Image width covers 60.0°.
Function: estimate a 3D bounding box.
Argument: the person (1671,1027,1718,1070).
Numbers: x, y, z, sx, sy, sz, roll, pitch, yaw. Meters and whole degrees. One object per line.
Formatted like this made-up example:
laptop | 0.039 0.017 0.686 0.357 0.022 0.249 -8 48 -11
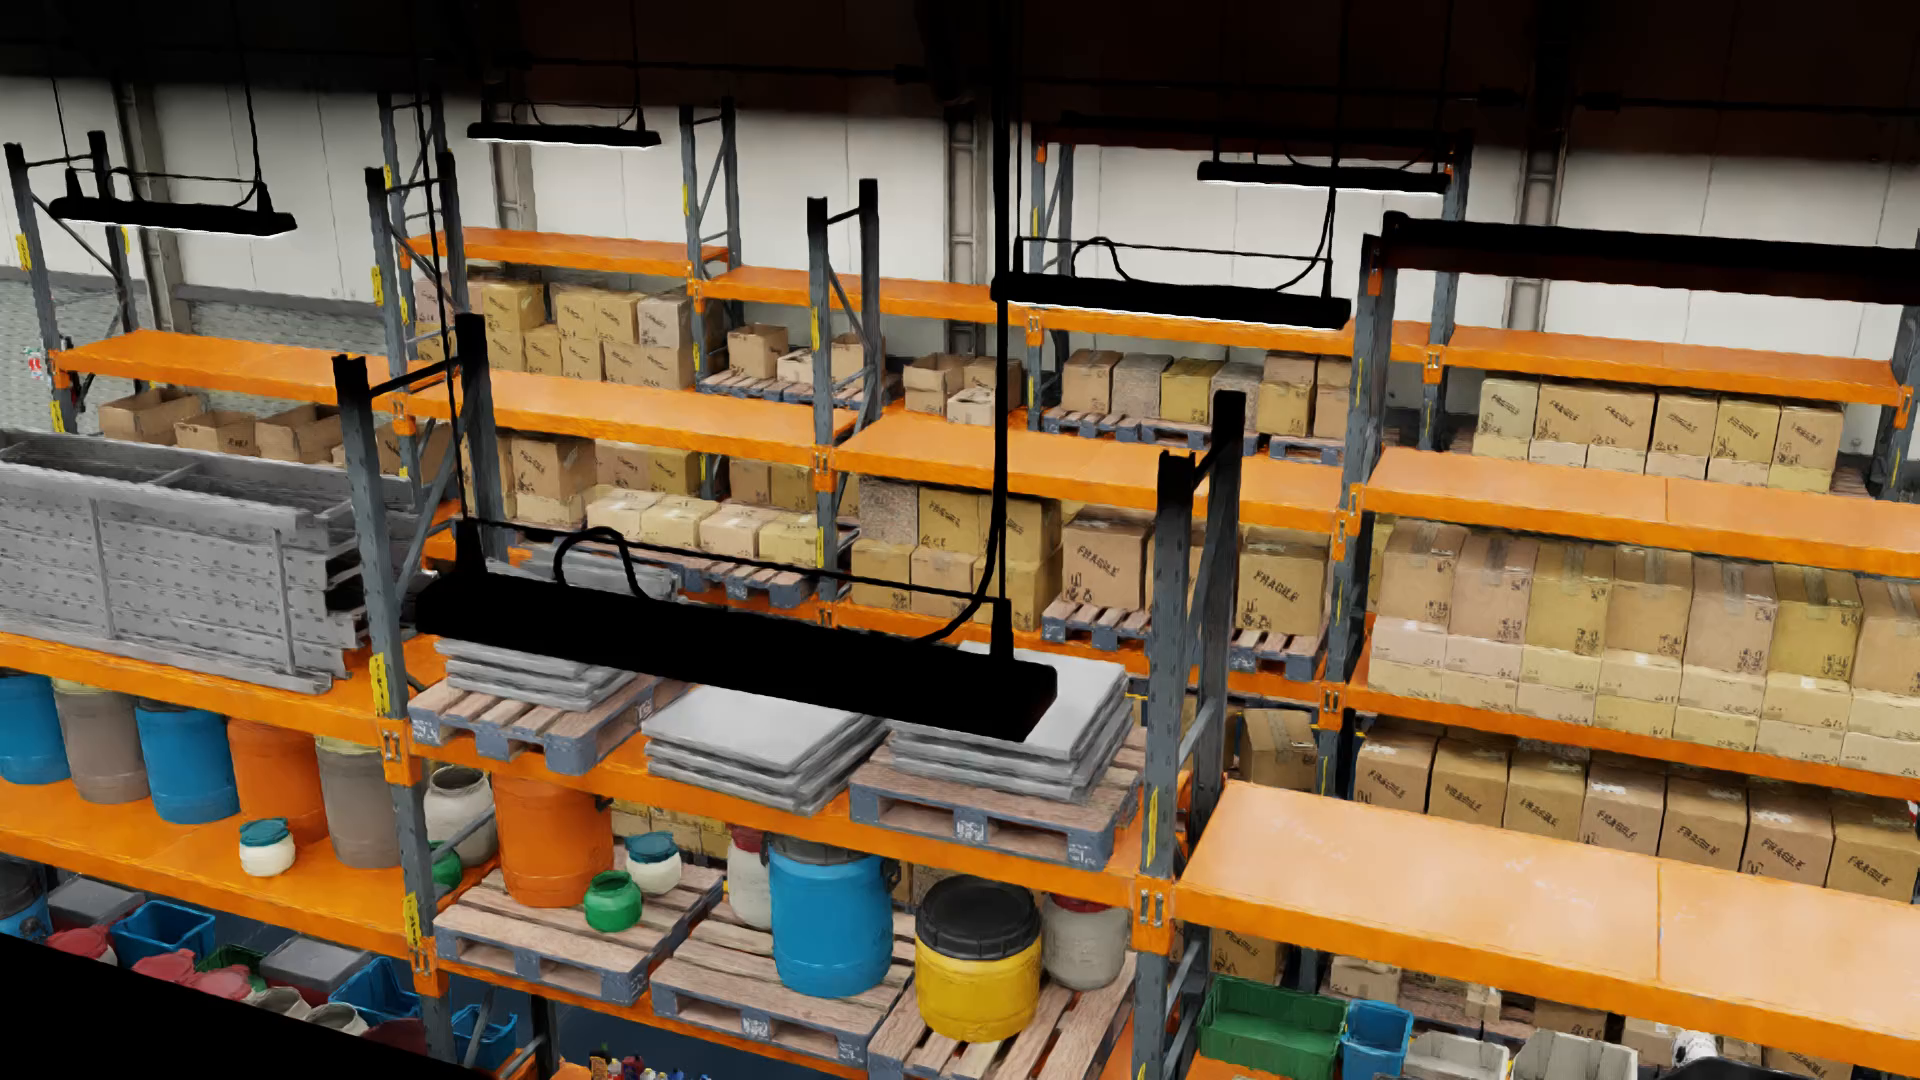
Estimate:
person | 4.717 3.611 10.640 0.496 1.632 0.589 7 22 18
